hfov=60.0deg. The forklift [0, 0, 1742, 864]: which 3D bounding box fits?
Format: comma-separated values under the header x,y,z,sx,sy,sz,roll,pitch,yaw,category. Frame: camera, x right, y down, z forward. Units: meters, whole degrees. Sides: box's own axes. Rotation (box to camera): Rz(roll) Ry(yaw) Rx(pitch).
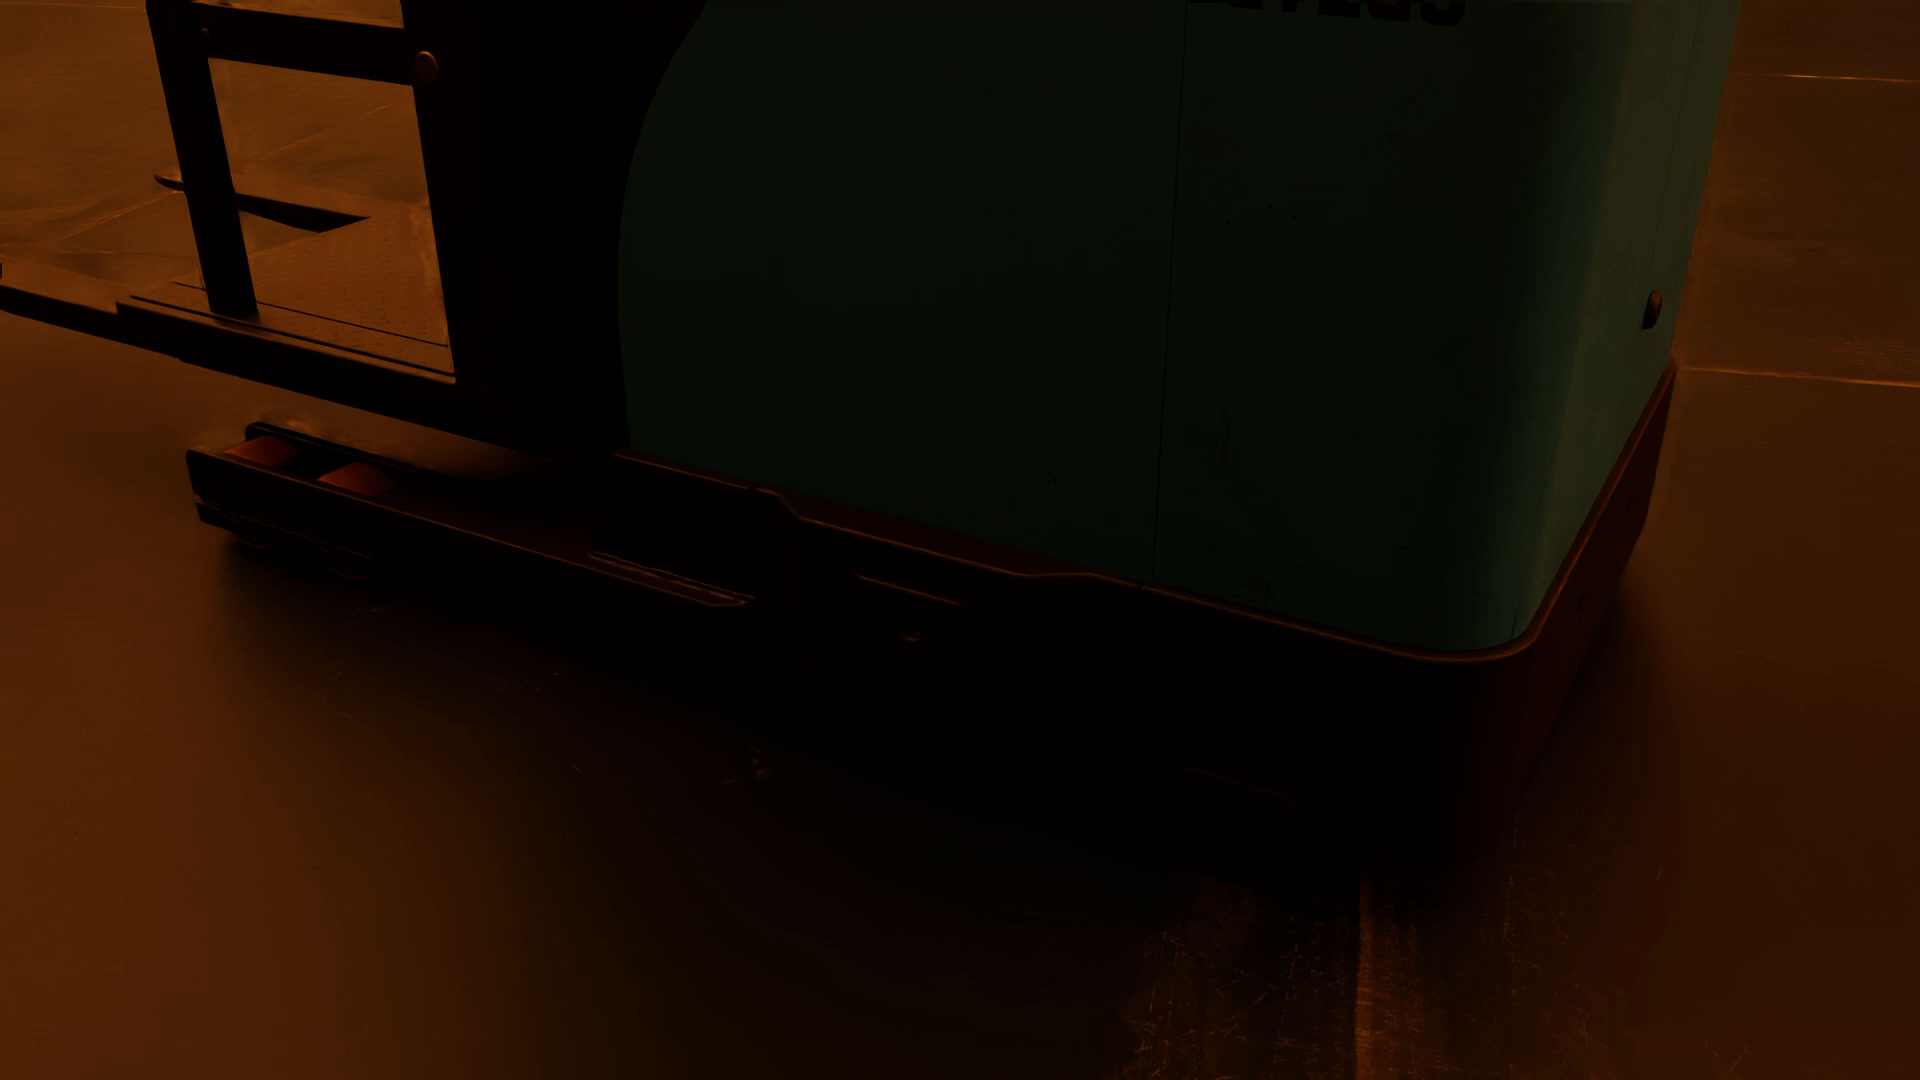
x,y,z,sx,sy,sz,roll,pitch,yaw,category
-0.542,-1.441,2.101,3.031,2.935,1.130,14,30,26,forklift
